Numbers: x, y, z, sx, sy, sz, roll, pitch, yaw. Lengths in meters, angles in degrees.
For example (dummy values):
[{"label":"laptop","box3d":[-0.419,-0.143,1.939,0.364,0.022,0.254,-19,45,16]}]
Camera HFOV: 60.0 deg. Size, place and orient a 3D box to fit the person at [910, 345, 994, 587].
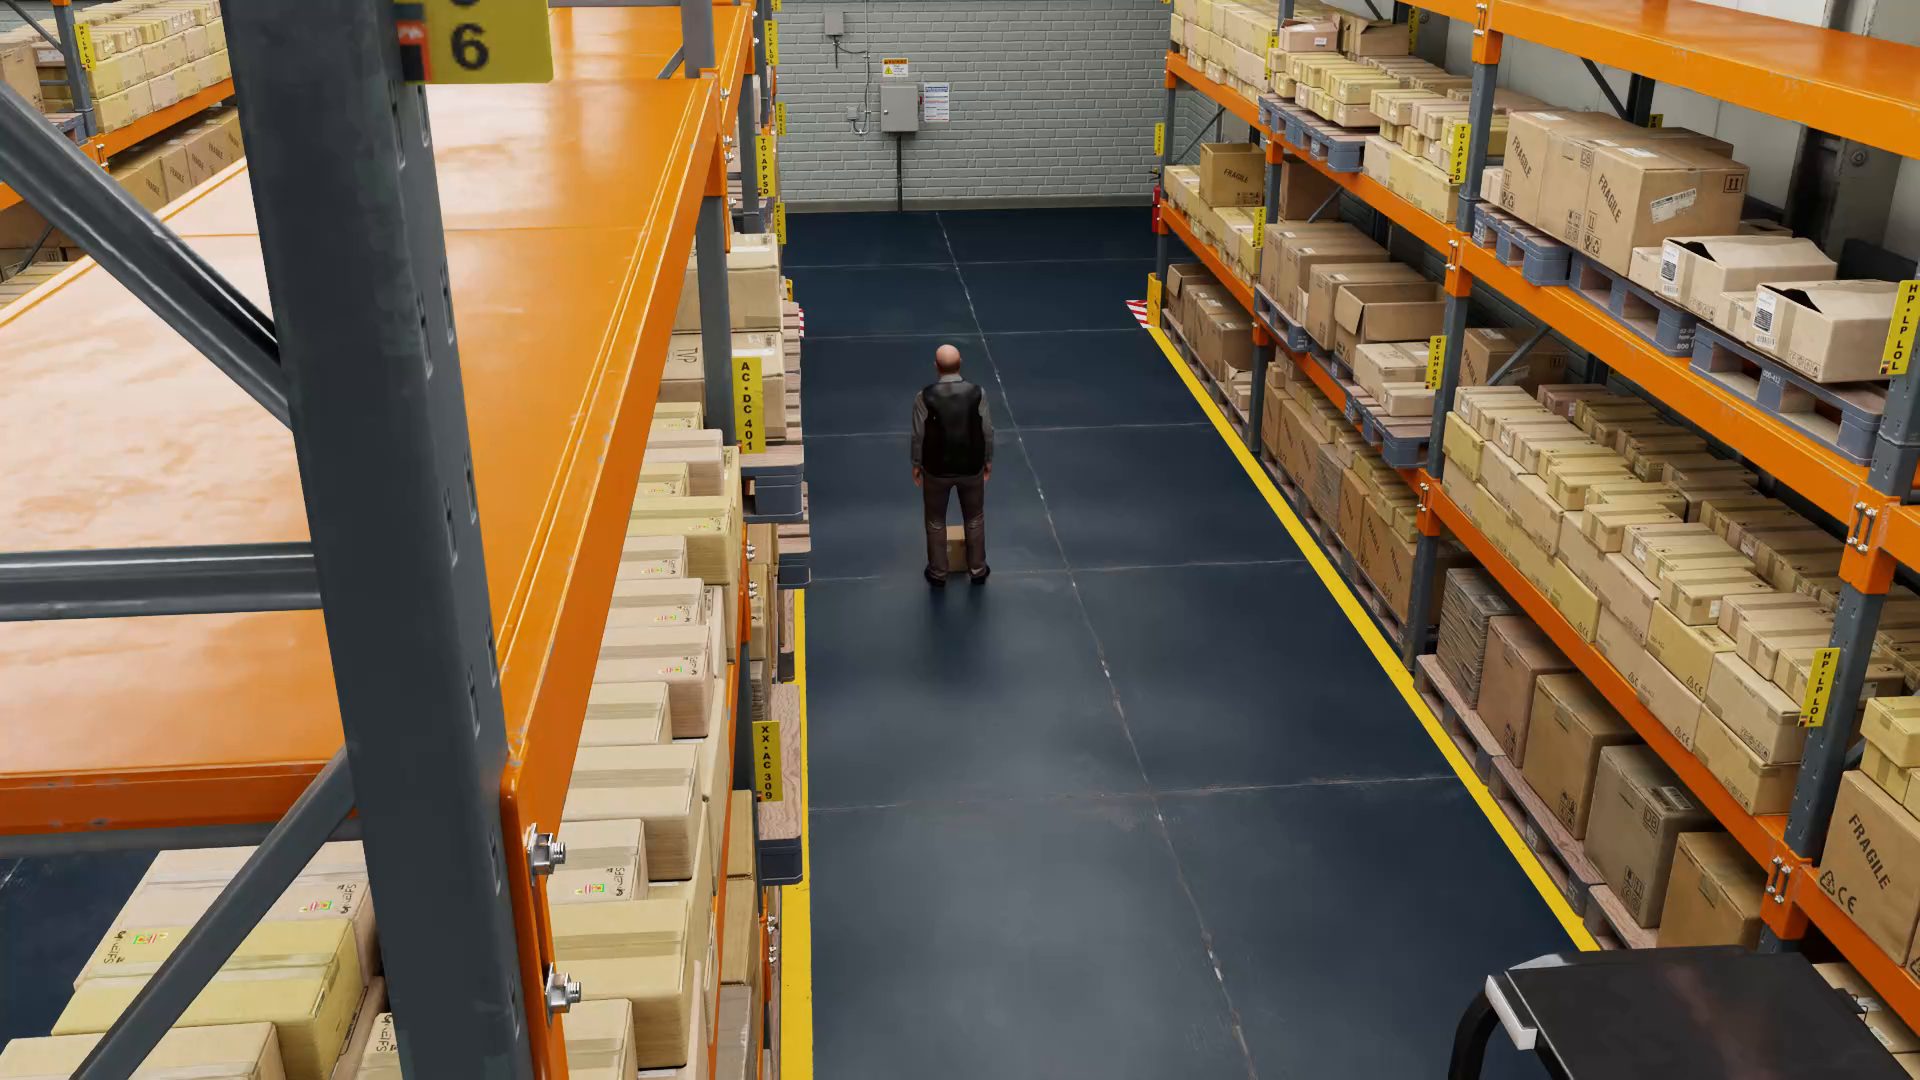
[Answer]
[{"label":"person","box3d":[-0.052,-0.495,11.493,0.581,1.719,0.421,-3,24,-8]}]
